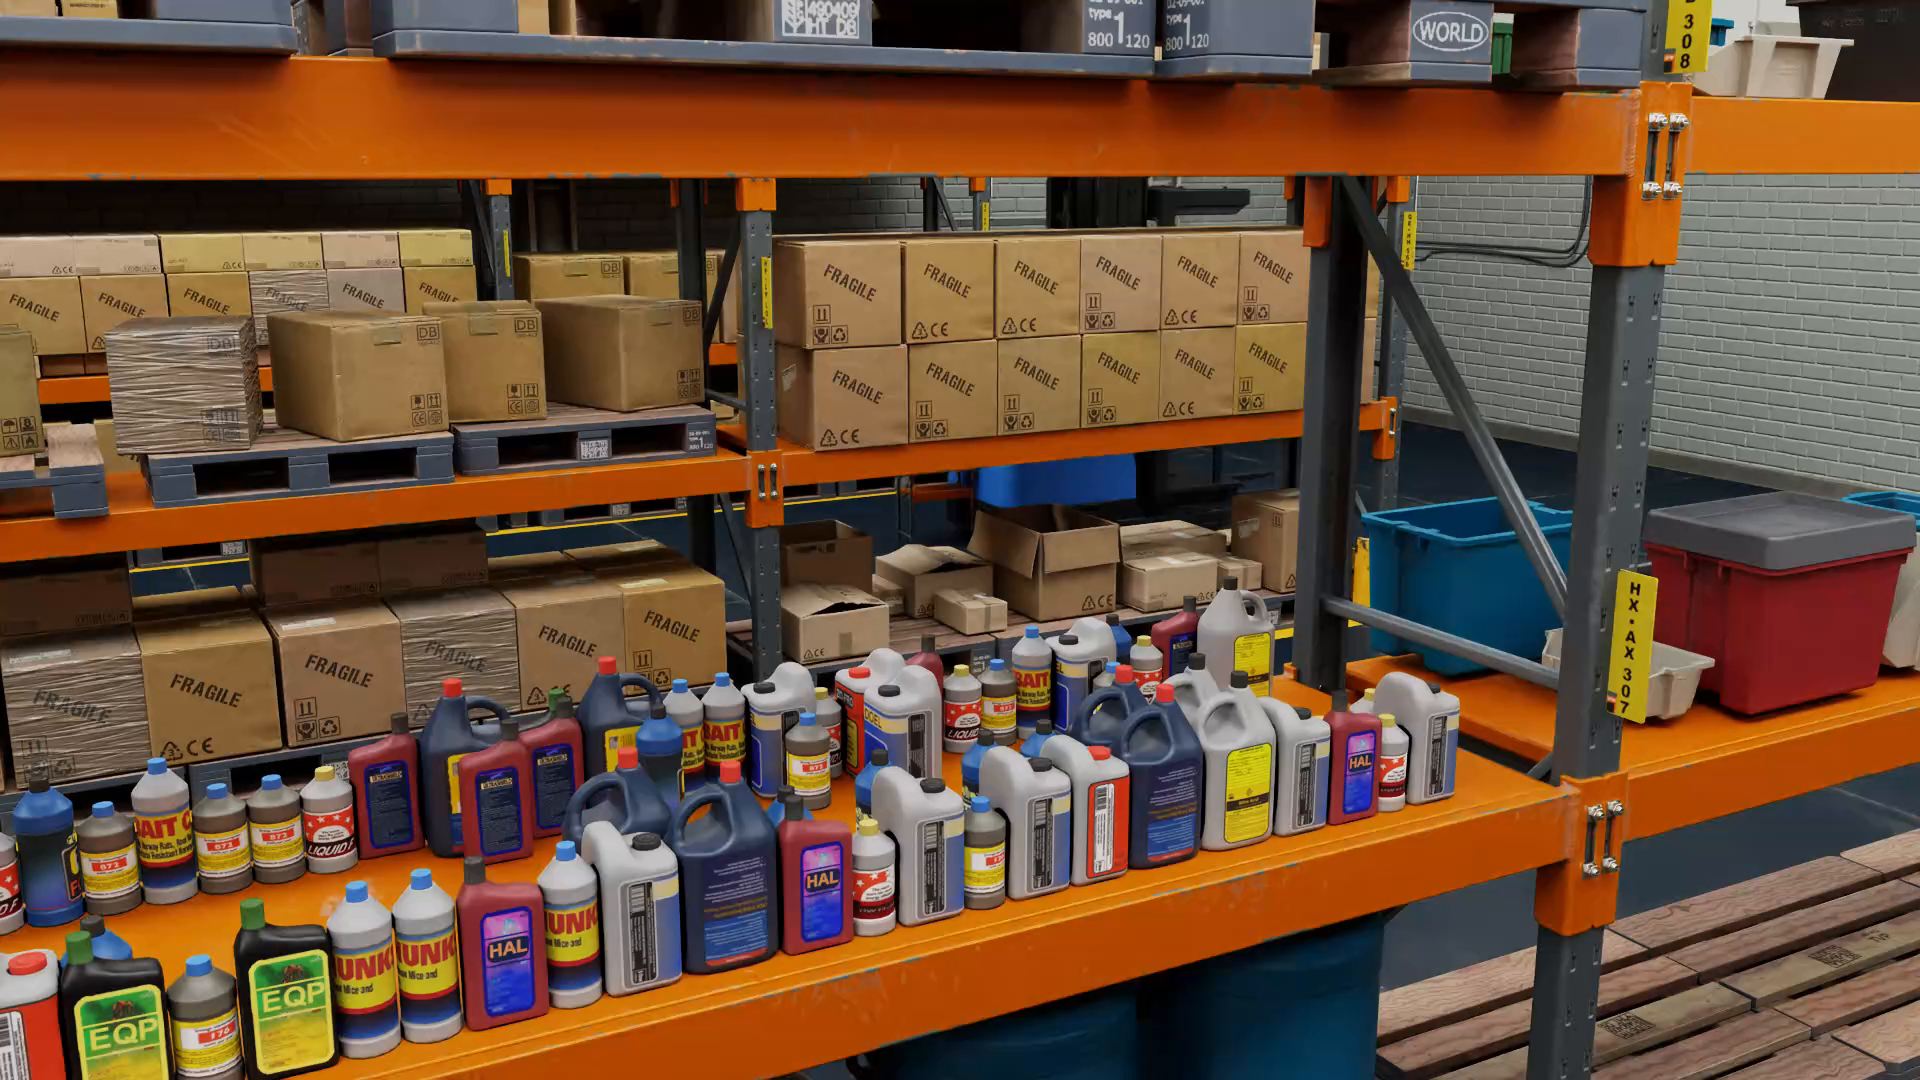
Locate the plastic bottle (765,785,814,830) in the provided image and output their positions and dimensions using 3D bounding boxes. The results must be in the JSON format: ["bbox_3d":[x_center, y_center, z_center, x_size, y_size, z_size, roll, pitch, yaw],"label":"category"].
[{"bbox_3d":[-0.312,0.577,3.008,0.097,0.271,0.097,0,13,0],"label":"plastic bottle"}]

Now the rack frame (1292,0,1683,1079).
[{"bbox_3d":[1.199,0.260,4.121,0.127,3.000,1.000,-7,14,-28],"label":"rack frame"}]

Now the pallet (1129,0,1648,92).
[{"bbox_3d":[0.558,-1.010,3.362,1.003,0.211,1.213,-7,14,-28],"label":"pallet"}]

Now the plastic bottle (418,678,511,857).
[{"bbox_3d":[-0.998,0.451,3.384,0.185,0.351,0.144,-7,14,-28],"label":"plastic bottle"}]

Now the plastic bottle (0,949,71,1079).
[{"bbox_3d":[-1.371,0.710,2.406,0.135,0.276,0.152,-7,14,-28],"label":"plastic bottle"}]

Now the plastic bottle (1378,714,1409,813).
[{"bbox_3d":[0.920,0.478,3.604,0.097,0.201,0.097,0,13,0],"label":"plastic bottle"}]

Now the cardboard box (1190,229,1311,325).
[{"bbox_3d":[1.638,-1.499,9.433,0.500,0.500,0.500,-6,14,-26],"label":"cardboard box"}]

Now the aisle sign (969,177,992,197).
[{"bbox_3d":[0.170,-3.288,13.965,0.004,0.787,0.394,-7,14,-28],"label":"aisle sign"}]

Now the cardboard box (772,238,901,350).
[{"bbox_3d":[-0.622,-1.227,8.223,0.500,0.500,0.500,-6,14,-26],"label":"cardboard box"}]

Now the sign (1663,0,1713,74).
[{"bbox_3d":[1.461,-1.101,3.318,0.005,0.325,0.100,-7,14,-28],"label":"sign"}]

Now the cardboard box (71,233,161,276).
[{"bbox_3d":[-5.628,-1.906,11.087,0.500,0.250,0.500,-7,14,-27],"label":"cardboard box"}]

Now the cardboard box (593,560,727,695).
[{"bbox_3d":[-1.467,0.417,8.114,0.500,0.500,0.500,-7,14,-28],"label":"cardboard box"}]

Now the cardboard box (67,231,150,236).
[{"bbox_3d":[-5.877,-2.002,11.516,0.500,0.250,0.500,-7,15,-29],"label":"cardboard box"}]

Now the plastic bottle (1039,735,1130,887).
[{"bbox_3d":[0.245,0.516,3.267,0.135,0.276,0.152,-7,14,-28],"label":"plastic bottle"}]

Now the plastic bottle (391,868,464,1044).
[{"bbox_3d":[-0.851,0.657,2.653,0.097,0.271,0.097,0,13,0],"label":"plastic bottle"}]

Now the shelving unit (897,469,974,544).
[{"bbox_3d":[-0.176,-0.570,11.908,0.503,1.200,0.258,-6,14,-26],"label":"shelving unit"}]

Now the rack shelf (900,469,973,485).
[{"bbox_3d":[-0.176,-0.504,11.923,0.480,0.148,0.258,-6,14,-26],"label":"rack shelf"}]

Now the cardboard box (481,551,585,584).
[{"bbox_3d":[-2.175,0.372,8.314,0.500,0.500,0.500,-7,14,-27],"label":"cardboard box"}]

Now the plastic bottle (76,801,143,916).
[{"bbox_3d":[-1.592,0.590,3.110,0.097,0.201,0.097,0,13,0],"label":"plastic bottle"}]

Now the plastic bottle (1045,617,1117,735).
[{"bbox_3d":[0.289,0.335,4.073,0.135,0.276,0.152,-7,14,-28],"label":"plastic bottle"}]

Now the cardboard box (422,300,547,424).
[{"bbox_3d":[-2.267,-0.857,7.901,0.500,0.500,0.700,-4,13,-19],"label":"cardboard box"}]

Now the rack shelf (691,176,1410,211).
[{"bbox_3d":[0.585,-2.018,9.049,4.000,0.370,1.077,-7,14,-28],"label":"rack shelf"}]

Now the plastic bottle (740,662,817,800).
[{"bbox_3d":[-0.406,0.418,3.703,0.135,0.276,0.152,-7,14,-28],"label":"plastic bottle"}]

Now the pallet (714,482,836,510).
[{"bbox_3d":[-1.771,-0.483,13.773,1.213,0.211,1.003,-7,14,-28],"label":"pallet"}]

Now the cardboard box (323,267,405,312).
[{"bbox_3d":[-4.275,-1.700,11.880,0.500,0.500,0.500,-7,14,-27],"label":"cardboard box"}]

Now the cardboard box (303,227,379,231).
[{"bbox_3d":[-4.532,-2.164,12.234,0.500,0.250,0.500,-7,14,-27],"label":"cardboard box"}]

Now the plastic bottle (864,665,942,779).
[{"bbox_3d":[-0.129,0.423,3.681,0.135,0.276,0.152,-7,14,-28],"label":"plastic bottle"}]

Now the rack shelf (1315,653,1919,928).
[{"bbox_3d":[2.955,0.401,5.135,4.000,0.370,1.077,-7,14,-28],"label":"rack shelf"}]

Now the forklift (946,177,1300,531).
[{"bbox_3d":[1.449,-1.575,12.432,3.031,2.935,1.130,-6,14,-26],"label":"forklift"}]

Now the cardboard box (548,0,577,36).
[{"bbox_3d":[-1.648,-2.422,7.794,0.600,0.600,0.600,-8,15,-33],"label":"cardboard box"}]

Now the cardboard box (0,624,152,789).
[{"bbox_3d":[-3.688,0.682,6.938,0.500,0.500,0.500,-7,15,-30],"label":"cardboard box"}]

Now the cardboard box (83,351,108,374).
[{"bbox_3d":[-5.774,-1.221,11.229,0.250,0.149,0.380,-6,14,-27],"label":"cardboard box"}]

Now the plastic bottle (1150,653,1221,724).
[{"bbox_3d":[0.480,0.416,3.540,0.185,0.351,0.144,-7,14,-28],"label":"plastic bottle"}]

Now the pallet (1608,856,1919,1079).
[{"bbox_3d":[2.898,1.407,5.378,1.213,0.211,1.003,-7,14,-28],"label":"pallet"}]

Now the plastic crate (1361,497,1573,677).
[{"bbox_3d":[1.446,0.124,4.626,0.575,0.384,0.392,-7,14,-28],"label":"plastic crate"}]

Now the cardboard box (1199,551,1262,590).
[{"bbox_3d":[1.582,0.182,9.919,0.250,0.166,0.380,-7,14,-28],"label":"cardboard box"}]

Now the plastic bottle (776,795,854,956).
[{"bbox_3d":[-0.258,0.584,2.947,0.133,0.283,0.061,-7,14,-28],"label":"plastic bottle"}]

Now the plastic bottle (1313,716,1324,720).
[{"bbox_3d":[0.773,0.481,3.594,0.097,0.201,0.097,0,13,0],"label":"plastic bottle"}]

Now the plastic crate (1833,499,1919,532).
[{"bbox_3d":[2.917,0.025,5.413,0.300,0.233,0.416,-7,14,-28],"label":"plastic crate"}]

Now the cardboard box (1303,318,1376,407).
[{"bbox_3d":[2.077,-1.065,9.780,0.500,0.500,0.500,-6,14,-26],"label":"cardboard box"}]

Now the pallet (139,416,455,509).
[{"bbox_3d":[-2.977,-0.386,7.428,1.213,0.211,1.003,-7,14,-28],"label":"pallet"}]

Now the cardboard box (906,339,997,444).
[{"bbox_3d":[-0.145,-0.799,8.600,0.500,0.500,0.500,-7,14,-27],"label":"cardboard box"}]

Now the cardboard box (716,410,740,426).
[{"bbox_3d":[-1.948,-0.799,13.564,0.500,0.500,0.700,-6,14,-27],"label":"cardboard box"}]

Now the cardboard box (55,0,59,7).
[{"bbox_3d":[-3.401,-2.426,6.719,0.500,0.500,0.500,-7,14,-28],"label":"cardboard box"}]

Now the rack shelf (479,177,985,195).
[{"bbox_3d":[-1.792,-2.972,13.289,4.000,0.370,1.077,-7,14,-28],"label":"rack shelf"}]

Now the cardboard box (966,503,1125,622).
[{"bbox_3d":[0.476,0.110,9.473,0.637,0.503,0.797,-7,14,-28],"label":"cardboard box"}]

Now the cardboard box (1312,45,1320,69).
[{"bbox_3d":[2.011,-2.646,9.408,0.500,0.250,0.500,-7,14,-28],"label":"cardboard box"}]

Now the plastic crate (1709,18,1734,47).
[{"bbox_3d":[1.845,-1.279,4.509,0.300,0.233,0.416,-7,14,-28],"label":"plastic crate"}]

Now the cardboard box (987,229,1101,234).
[{"bbox_3d":[0.482,-1.494,9.413,0.500,0.500,0.500,-7,14,-28],"label":"cardboard box"}]
